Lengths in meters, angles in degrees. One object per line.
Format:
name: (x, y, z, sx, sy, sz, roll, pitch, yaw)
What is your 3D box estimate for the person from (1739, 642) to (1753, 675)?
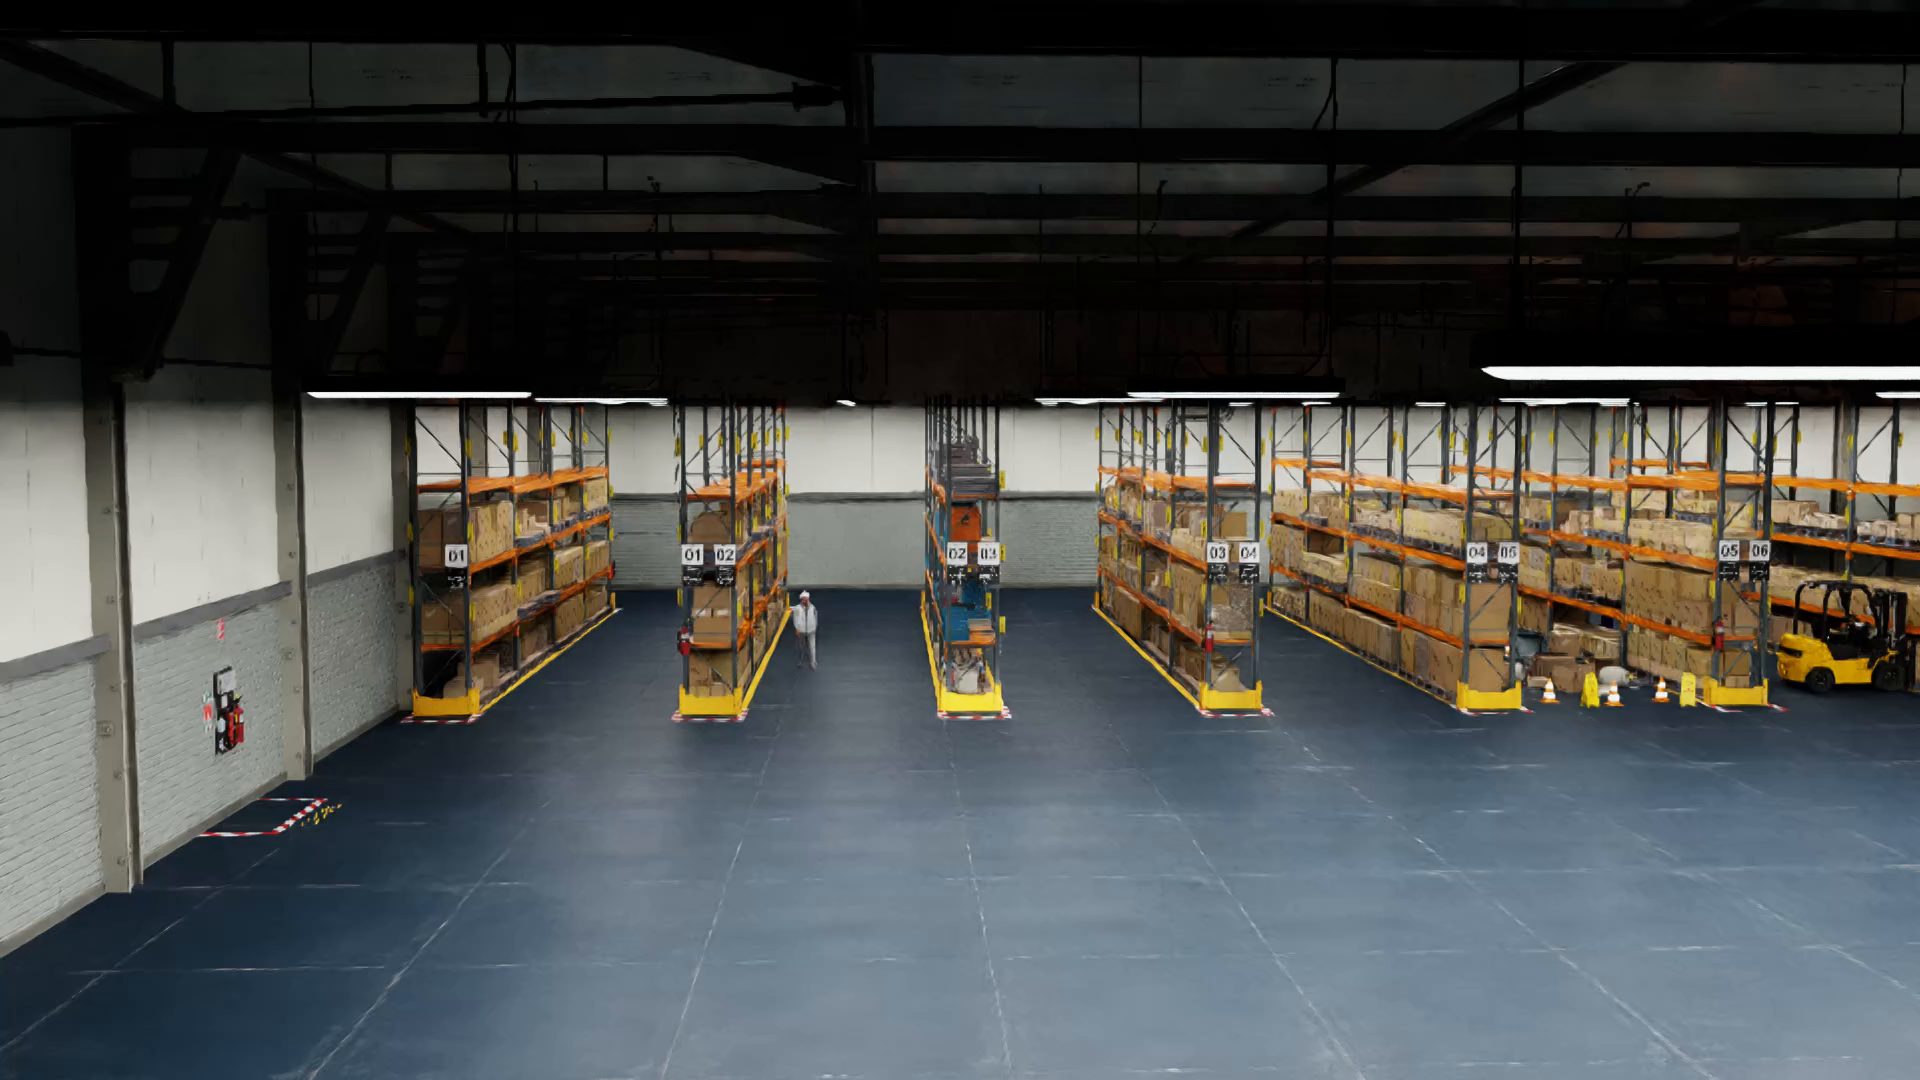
person: (16.852, 2.090, 35.741, 0.413, 1.599, 0.467, 2, 5, 28)

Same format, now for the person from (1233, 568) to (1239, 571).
person: (7.864, 1.167, 47.488, 0.592, 1.629, 0.532, 0, 5, -4)

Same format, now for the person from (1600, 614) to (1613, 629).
person: (16.314, 1.571, 42.061, 0.464, 1.652, 0.523, 2, 5, 28)

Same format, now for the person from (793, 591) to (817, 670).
person: (-3.401, 1.972, 36.533, 0.538, 1.715, 1.026, -1, 5, -10)

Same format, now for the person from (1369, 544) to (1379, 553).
person: (12.961, 0.839, 51.848, 0.551, 1.579, 0.464, -3, 5, -34)
